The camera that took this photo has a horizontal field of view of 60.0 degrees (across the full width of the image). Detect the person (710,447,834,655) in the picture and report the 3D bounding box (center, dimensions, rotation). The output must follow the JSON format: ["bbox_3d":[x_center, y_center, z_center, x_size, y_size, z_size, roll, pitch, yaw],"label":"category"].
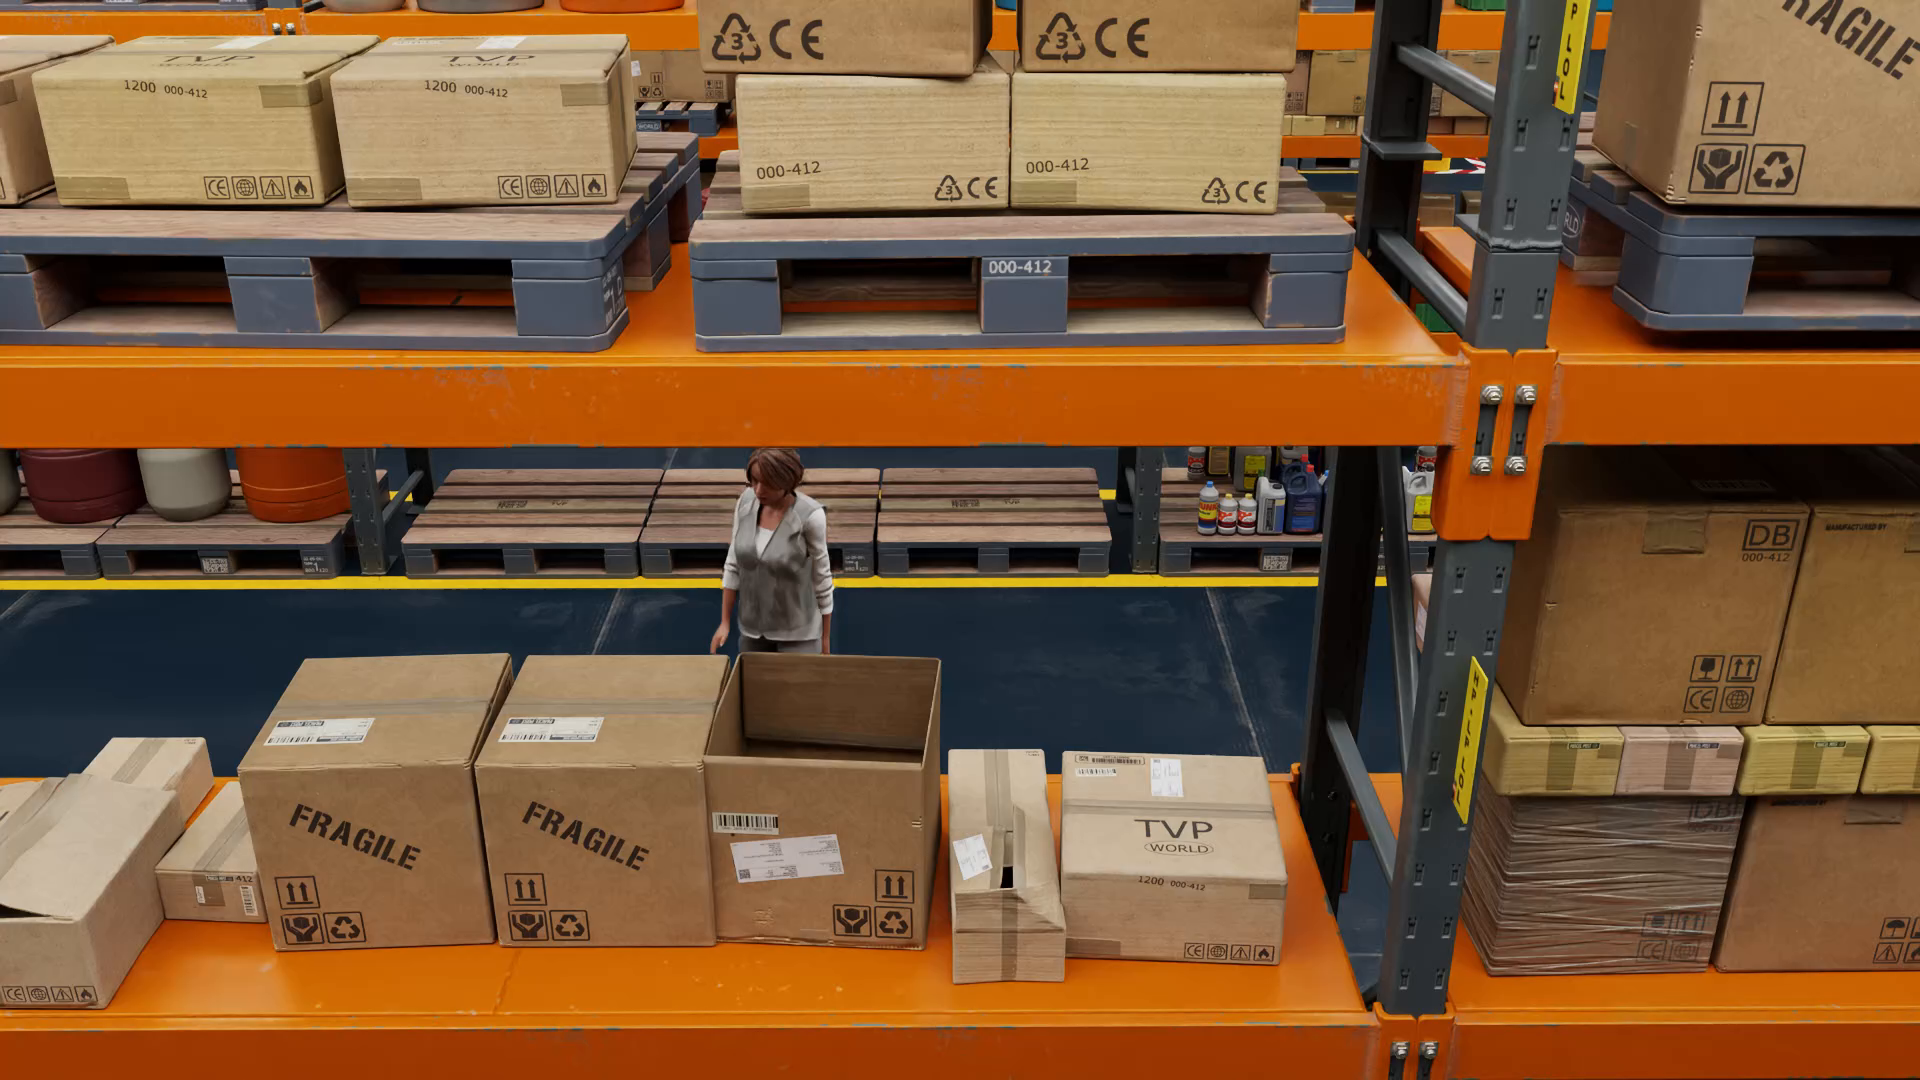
[{"bbox_3d":[-0.685,0.335,6.355,0.419,1.569,0.778,13,27,26],"label":"person"}]
